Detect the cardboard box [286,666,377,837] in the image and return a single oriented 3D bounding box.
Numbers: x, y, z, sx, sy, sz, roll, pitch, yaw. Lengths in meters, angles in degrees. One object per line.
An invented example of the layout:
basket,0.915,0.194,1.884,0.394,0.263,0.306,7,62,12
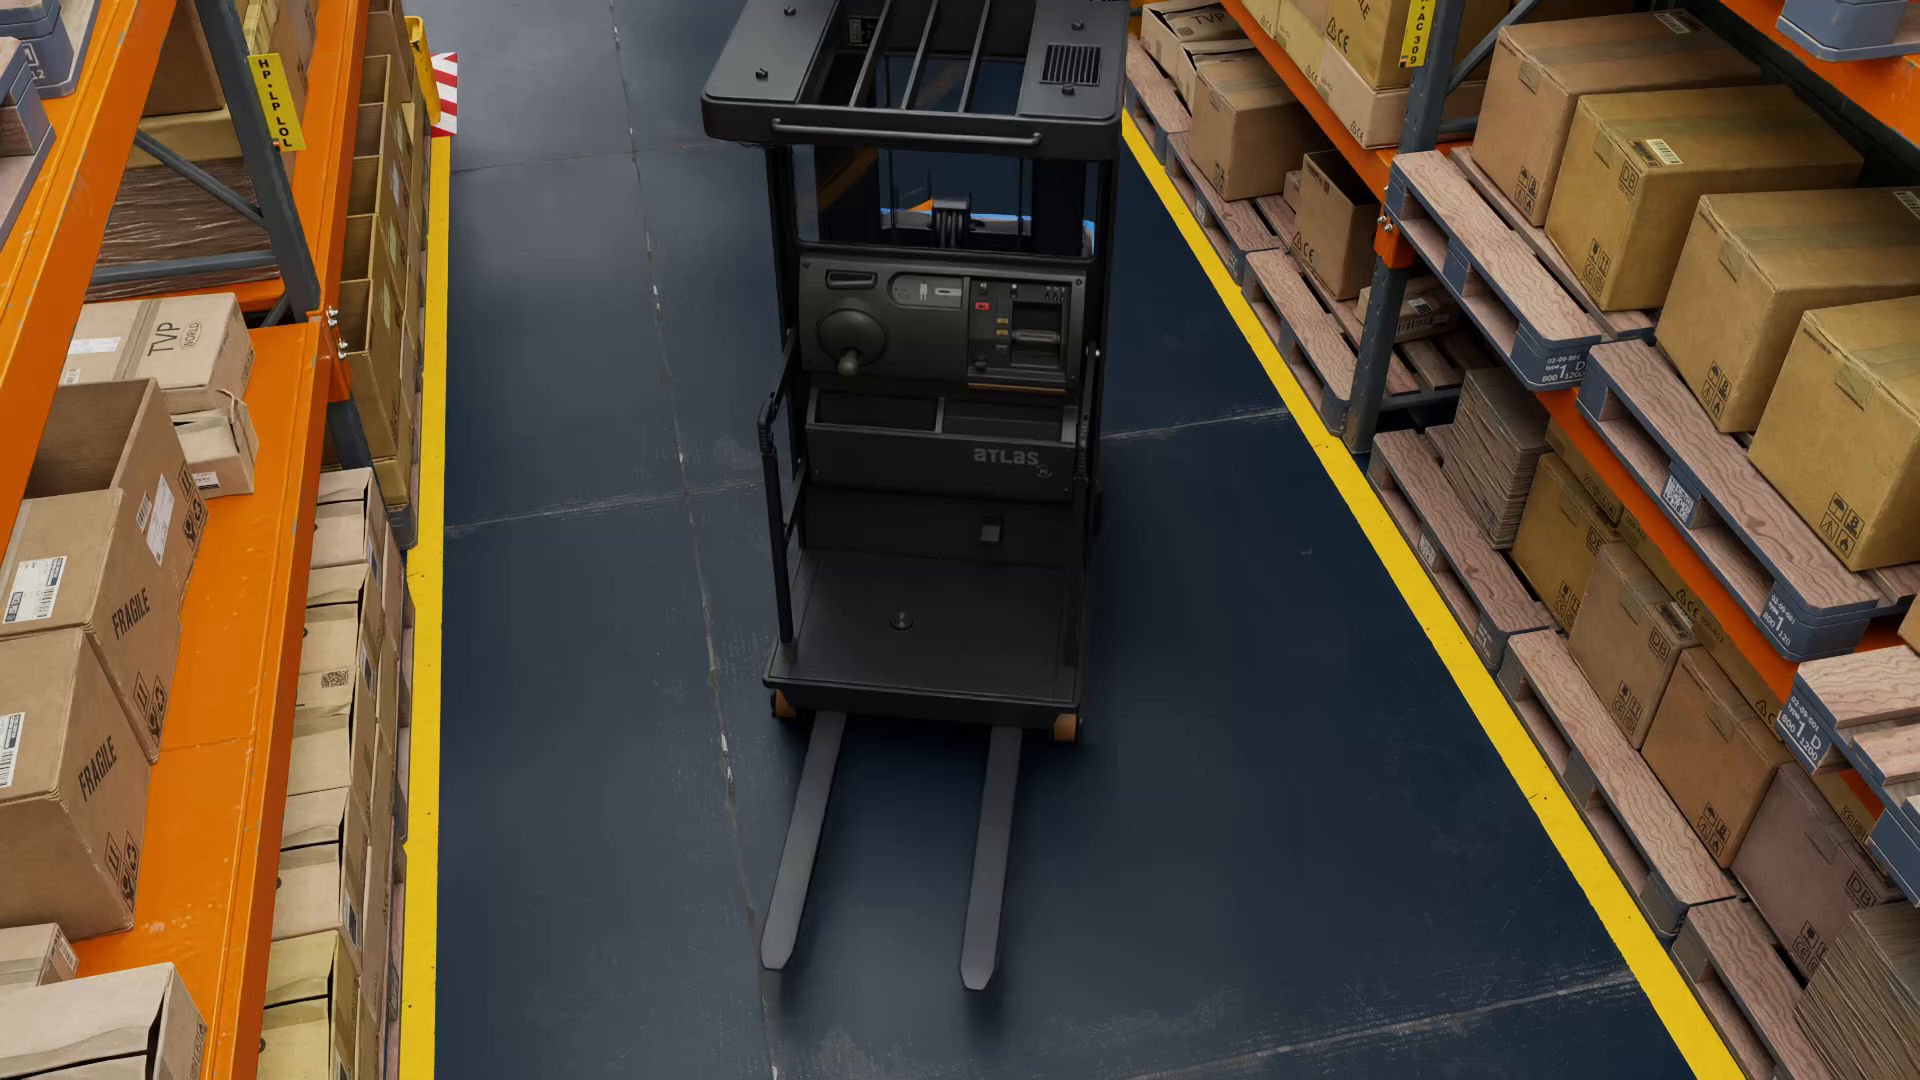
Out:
cardboard box,-2.083,0.661,5.078,0.500,0.311,0.500,-8,42,-9

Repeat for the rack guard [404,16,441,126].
rack guard,-3.543,-2.555,9.252,1.175,0.500,0.348,-8,42,-9

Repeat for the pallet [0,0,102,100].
pallet,-2.471,-1.362,3.910,0.805,0.209,1.217,-10,43,-11

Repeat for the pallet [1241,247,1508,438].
pallet,1.983,-0.981,7.697,1.003,0.211,1.213,-8,42,-9

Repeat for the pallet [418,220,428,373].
pallet,-3.072,-1.153,7.890,1.003,0.211,1.213,-8,42,-9

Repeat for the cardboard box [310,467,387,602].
cardboard box,-2.307,0.001,5.822,0.500,0.311,0.500,-8,42,-9

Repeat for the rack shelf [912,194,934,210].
rack shelf,-0.106,-1.255,6.962,0.240,0.259,0.215,33,51,32

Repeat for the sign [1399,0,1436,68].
sign,1.634,-1.835,5.906,0.100,0.325,0.005,-8,42,-9

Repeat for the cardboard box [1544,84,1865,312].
cardboard box,2.352,-1.098,5.321,0.700,0.500,0.500,-4,42,-5

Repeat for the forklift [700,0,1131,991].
forklift,-0.084,-0.622,5.243,1.130,2.935,3.031,4,42,5

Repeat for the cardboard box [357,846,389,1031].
cardboard box,-1.975,1.206,4.886,0.500,0.250,0.500,-8,42,-8

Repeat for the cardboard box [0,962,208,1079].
cardboard box,-1.815,1.137,3.277,0.500,0.311,0.500,-9,42,-10

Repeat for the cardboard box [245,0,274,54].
cardboard box,-2.713,-1.863,6.026,0.380,0.149,0.250,-9,42,-10

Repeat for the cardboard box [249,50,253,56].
cardboard box,-2.597,-1.526,5.646,0.380,0.149,0.250,-8,42,-9

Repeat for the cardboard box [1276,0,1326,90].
cardboard box,1.664,-2.133,6.992,0.500,0.250,0.500,-8,42,-9

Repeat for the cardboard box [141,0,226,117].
cardboard box,-2.776,-1.691,5.343,0.700,0.500,0.500,-8,42,-9

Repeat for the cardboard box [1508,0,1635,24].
cardboard box,2.265,-2.160,6.457,0.500,0.500,0.500,-9,42,-10

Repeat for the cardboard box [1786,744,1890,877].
cardboard box,2.757,0.651,4.744,0.500,0.250,0.500,-8,42,-8

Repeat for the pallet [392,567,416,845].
pallet,-2.477,0.633,5.878,1.003,0.211,1.213,-8,42,-9

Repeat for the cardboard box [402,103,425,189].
cardboard box,-3.014,-1.976,8.471,0.500,0.250,0.500,-8,42,-9

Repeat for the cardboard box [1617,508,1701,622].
cardboard box,2.552,-0.008,5.486,0.500,0.250,0.500,-9,42,-11

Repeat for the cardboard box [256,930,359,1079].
cardboard box,-1.866,1.321,4.335,0.500,0.311,0.500,-9,42,-10

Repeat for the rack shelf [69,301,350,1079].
rack shelf,-2.242,0.684,4.262,1.077,0.370,4.000,-8,42,-9

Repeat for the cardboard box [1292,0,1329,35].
cardboard box,1.645,-2.411,6.739,0.500,0.500,0.500,-9,42,-10

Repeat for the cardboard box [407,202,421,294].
cardboard box,-2.798,-1.328,7.741,0.500,0.250,0.500,-8,42,-9

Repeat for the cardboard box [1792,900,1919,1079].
cardboard box,2.819,1.310,4.566,0.700,0.500,0.500,-8,42,-9

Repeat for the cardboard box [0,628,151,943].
cardboard box,-2.189,0.588,3.752,0.500,0.500,0.500,-10,43,-12

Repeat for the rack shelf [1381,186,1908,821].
rack shelf,2.594,-0.029,5.065,1.077,0.370,4.000,-8,42,-9

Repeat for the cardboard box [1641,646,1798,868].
cardboard box,2.687,0.641,5.320,0.700,0.500,0.500,-9,42,-10

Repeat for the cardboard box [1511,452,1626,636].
cardboard box,2.498,-0.021,6.066,0.700,0.500,0.500,-9,42,-10

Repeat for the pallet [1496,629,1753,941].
pallet,2.598,0.746,5.751,1.003,0.211,1.213,-8,42,-9

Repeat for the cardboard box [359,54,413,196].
cardboard box,-2.901,-1.933,7.858,0.500,0.500,0.500,-8,42,-9

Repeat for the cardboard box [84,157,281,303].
cardboard box,-2.776,-1.206,5.774,0.700,0.500,0.500,-9,42,-10

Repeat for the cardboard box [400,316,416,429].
cardboard box,-2.581,-0.679,7.011,0.500,0.250,0.500,-8,42,-9

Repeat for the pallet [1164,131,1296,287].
pallet,1.716,-1.774,8.589,1.003,0.211,1.213,-8,42,-9

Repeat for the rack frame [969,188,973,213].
rack frame,-0.020,-0.994,7.079,0.008,1.050,0.200,33,51,32

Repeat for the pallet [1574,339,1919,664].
pallet,2.558,-0.207,4.868,1.003,0.211,1.213,-8,42,-9

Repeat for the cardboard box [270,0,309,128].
cardboard box,-3.001,-1.873,6.525,0.700,0.500,0.500,-8,42,-9

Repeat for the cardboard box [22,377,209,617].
cardboard box,-2.410,-0.078,4.503,0.500,0.500,0.500,-6,42,-6

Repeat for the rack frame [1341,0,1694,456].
rack frame,2.162,-1.594,6.286,1.000,3.000,0.127,-8,42,-9

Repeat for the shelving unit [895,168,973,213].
shelving unit,-0.107,-1.051,7.143,0.252,1.050,0.215,33,51,32

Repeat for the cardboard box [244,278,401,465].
cardboard box,-2.468,-0.636,6.398,0.500,0.500,0.500,-8,42,-9

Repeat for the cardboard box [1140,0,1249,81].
cardboard box,1.360,-2.884,9.434,0.500,0.311,0.500,-13,43,-14

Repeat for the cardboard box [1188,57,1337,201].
cardboard box,1.593,-2.103,8.411,0.700,0.500,0.500,-11,43,-12

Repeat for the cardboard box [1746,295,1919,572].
cardboard box,2.624,-0.311,4.434,0.700,0.500,0.500,-8,42,-9

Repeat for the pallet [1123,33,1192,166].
pallet,1.456,-2.563,9.478,1.003,0.211,1.213,-8,42,-9

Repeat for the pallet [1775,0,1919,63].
pallet,2.418,-1.558,4.128,1.213,0.211,1.003,-8,42,-9

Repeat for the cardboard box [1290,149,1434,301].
cardboard box,1.899,-1.491,7.721,0.500,0.500,0.500,-11,43,-12

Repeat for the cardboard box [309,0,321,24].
cardboard box,-3.230,-2.545,7.282,0.700,0.500,0.500,-8,42,-9

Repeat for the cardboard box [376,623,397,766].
cardboard box,-2.194,0.545,5.632,0.500,0.250,0.500,-9,42,-10

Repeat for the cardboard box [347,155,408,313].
cardboard box,-2.684,-1.285,7.128,0.500,0.500,0.500,-8,42,-9

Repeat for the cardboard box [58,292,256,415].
cardboard box,-2.525,-0.513,5.181,0.500,0.250,0.500,-6,42,-7
